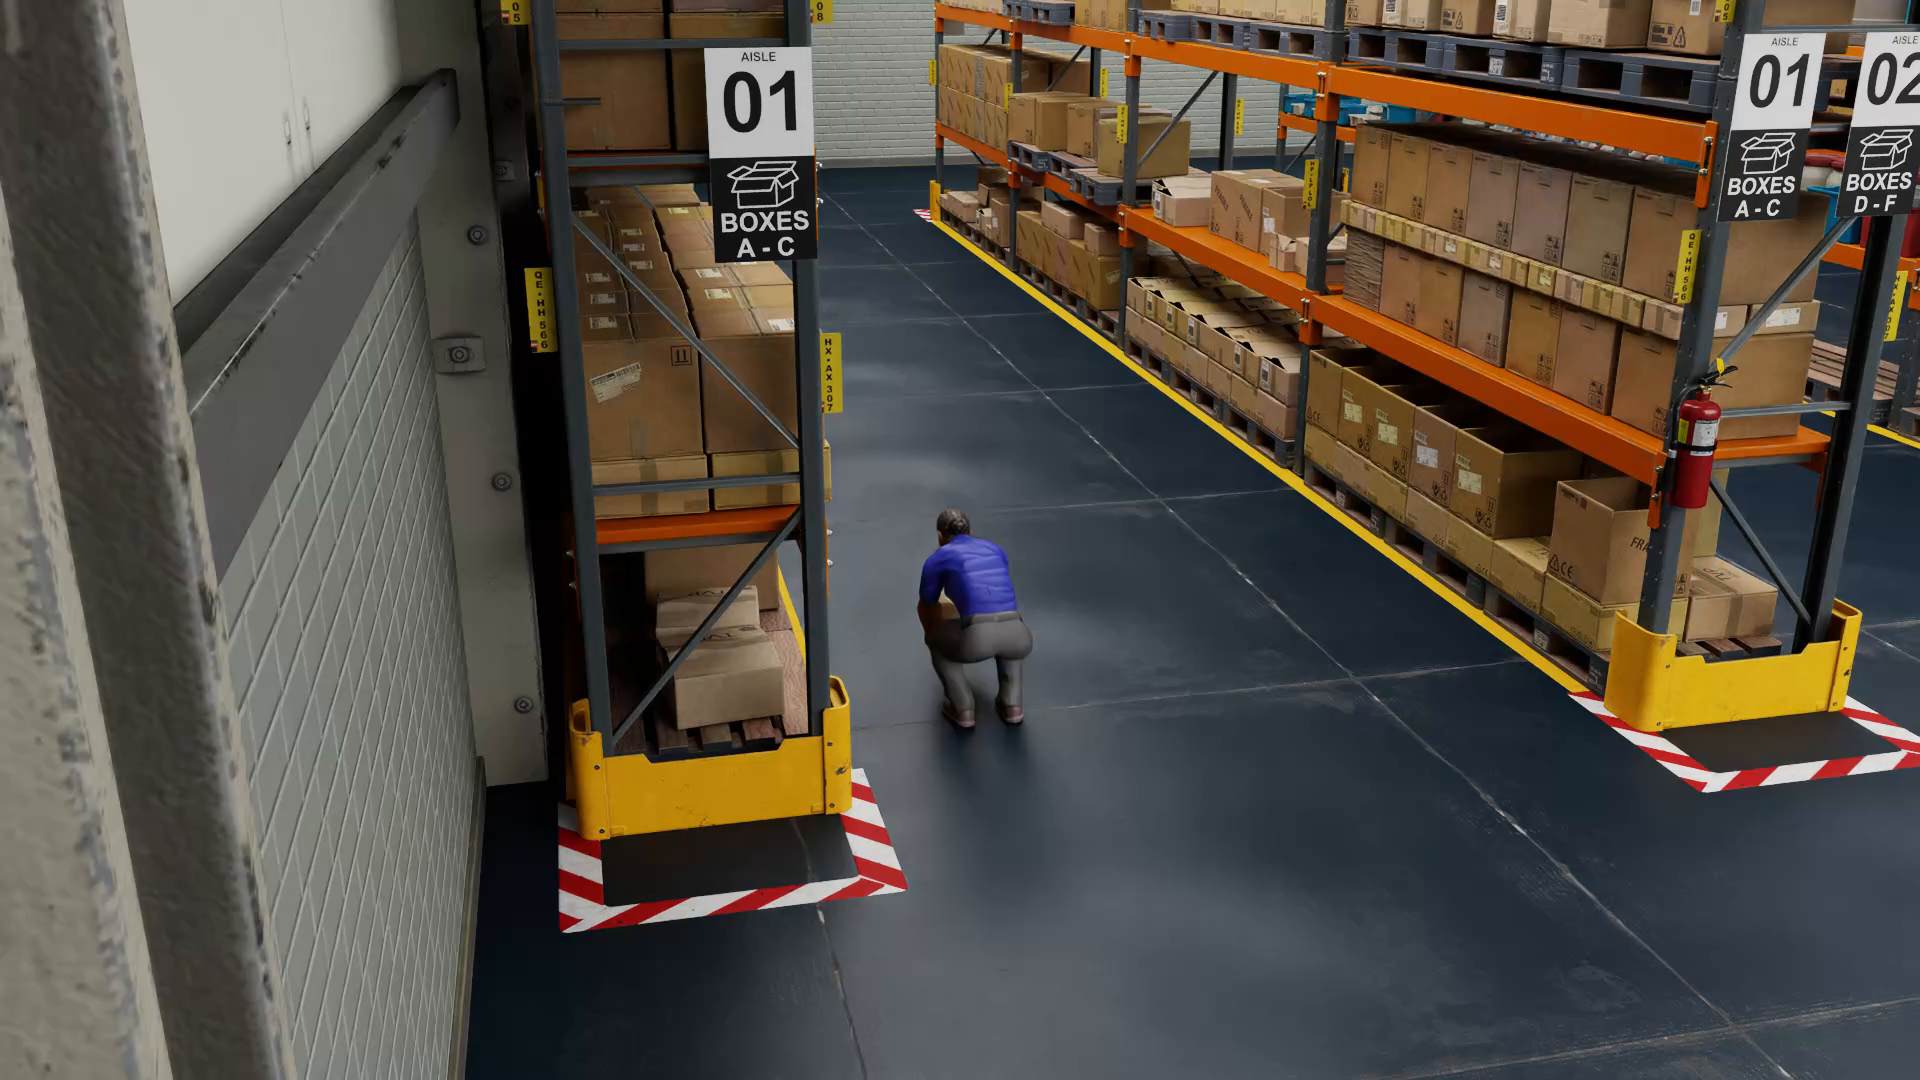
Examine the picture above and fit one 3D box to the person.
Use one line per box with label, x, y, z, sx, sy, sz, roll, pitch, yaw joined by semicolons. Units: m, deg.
person;0.067;0.376;8.099;0.484;0.946;0.821;-5;20;-13
